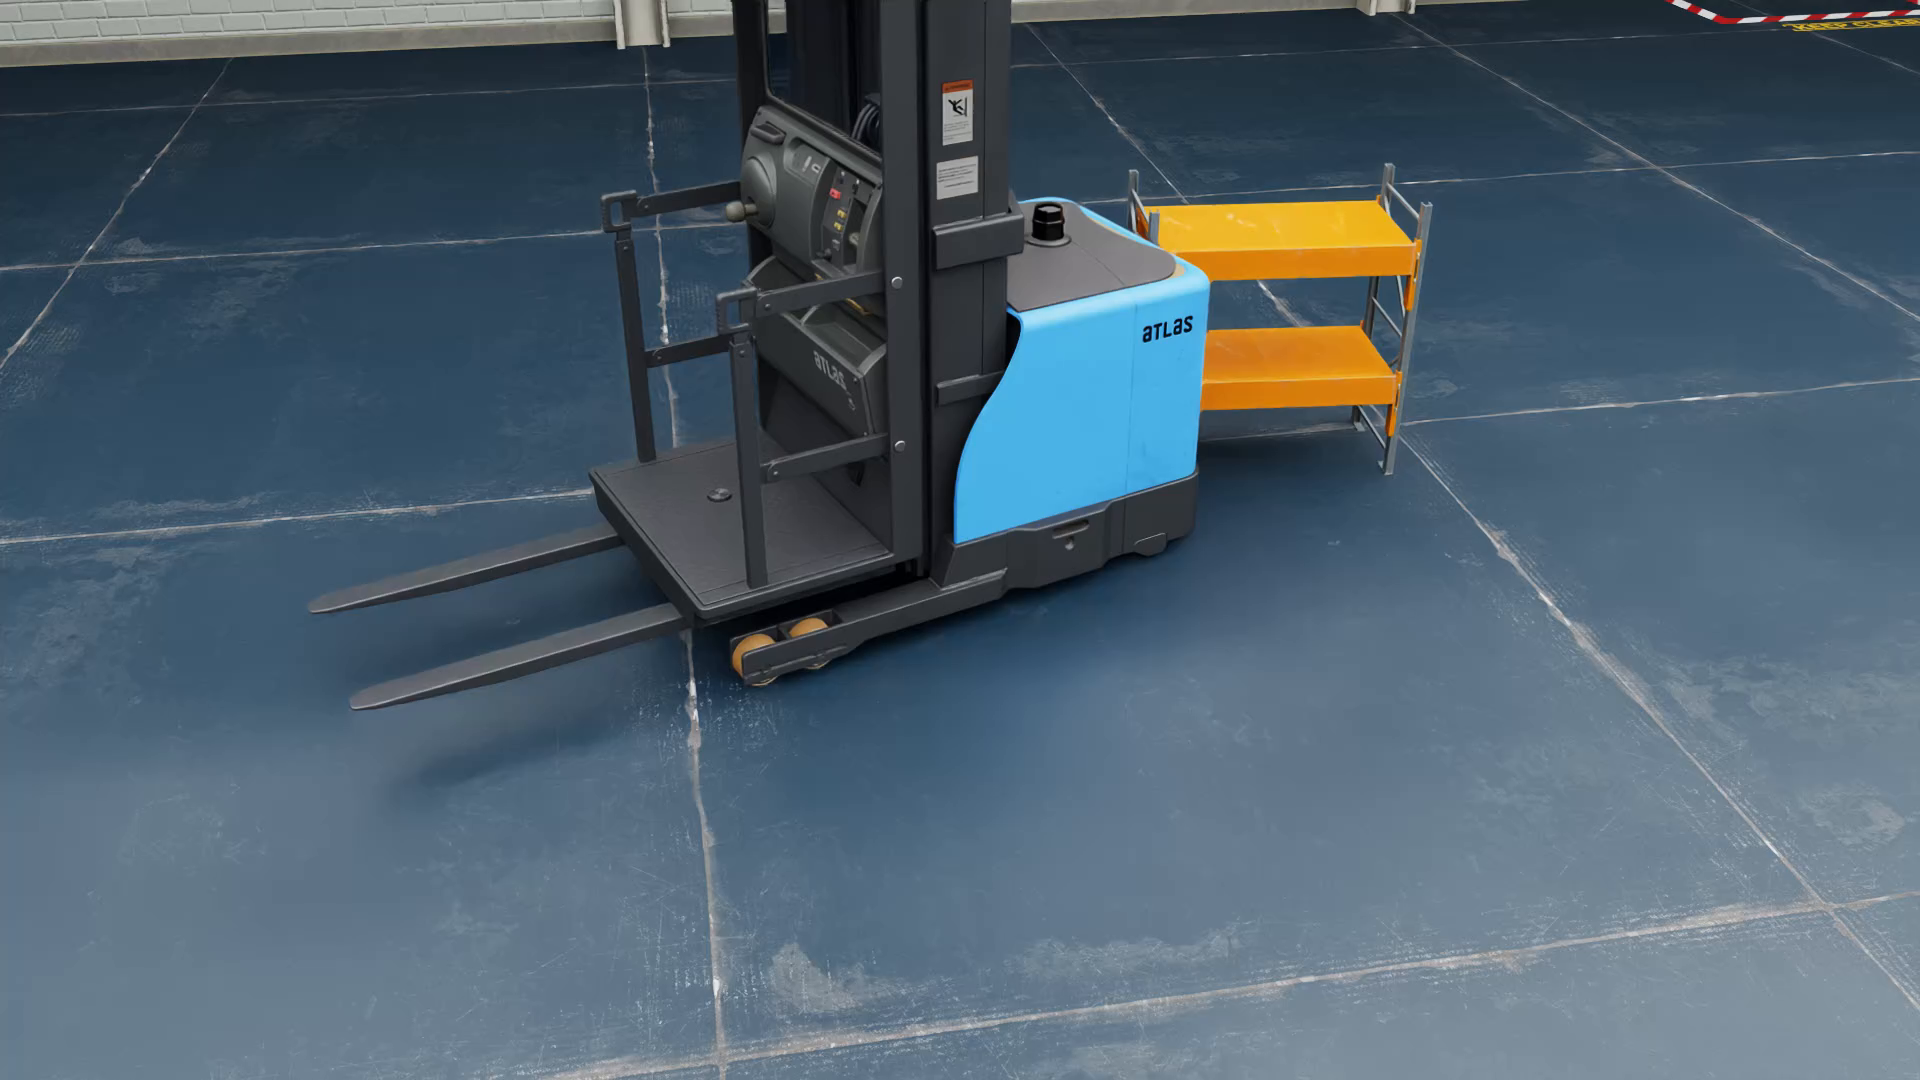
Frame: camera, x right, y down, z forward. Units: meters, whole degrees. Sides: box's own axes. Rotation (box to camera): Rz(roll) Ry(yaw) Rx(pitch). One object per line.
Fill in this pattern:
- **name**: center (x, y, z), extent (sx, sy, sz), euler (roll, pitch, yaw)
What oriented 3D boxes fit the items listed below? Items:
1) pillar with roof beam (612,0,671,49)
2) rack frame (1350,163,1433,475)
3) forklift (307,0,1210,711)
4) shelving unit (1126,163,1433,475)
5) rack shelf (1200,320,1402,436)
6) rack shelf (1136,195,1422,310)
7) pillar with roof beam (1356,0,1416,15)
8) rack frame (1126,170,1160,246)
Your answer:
- **pillar with roof beam**: center (-1.642, -5.533, 6.782), extent (0.400, 9.000, 9.100), euler (-5, 31, -9)
- **rack frame**: center (1.708, -0.873, 6.624), extent (0.032, 1.125, 0.500), euler (-2, 31, -4)
- **forklift**: center (-0.660, -1.093, 5.217), extent (3.031, 2.935, 1.130), euler (-16, 34, -25)
- **shelving unit**: center (1.201, -0.853, 6.590), extent (1.048, 1.125, 0.538), euler (-2, 31, -4)
- **rack shelf**: center (1.201, -0.642, 6.714), extent (1.000, 0.278, 0.538), euler (-2, 31, -4)
- **rack shelf**: center (1.201, -1.105, 6.442), extent (1.000, 0.278, 0.538), euler (-2, 31, -4)
- **pillar with roof beam**: center (4.259, -6.081, 7.714), extent (0.400, 9.000, 9.100), euler (-5, 31, -9)
- **rack frame**: center (0.694, -0.832, 6.556), extent (0.032, 1.125, 0.500), euler (-2, 31, -4)
